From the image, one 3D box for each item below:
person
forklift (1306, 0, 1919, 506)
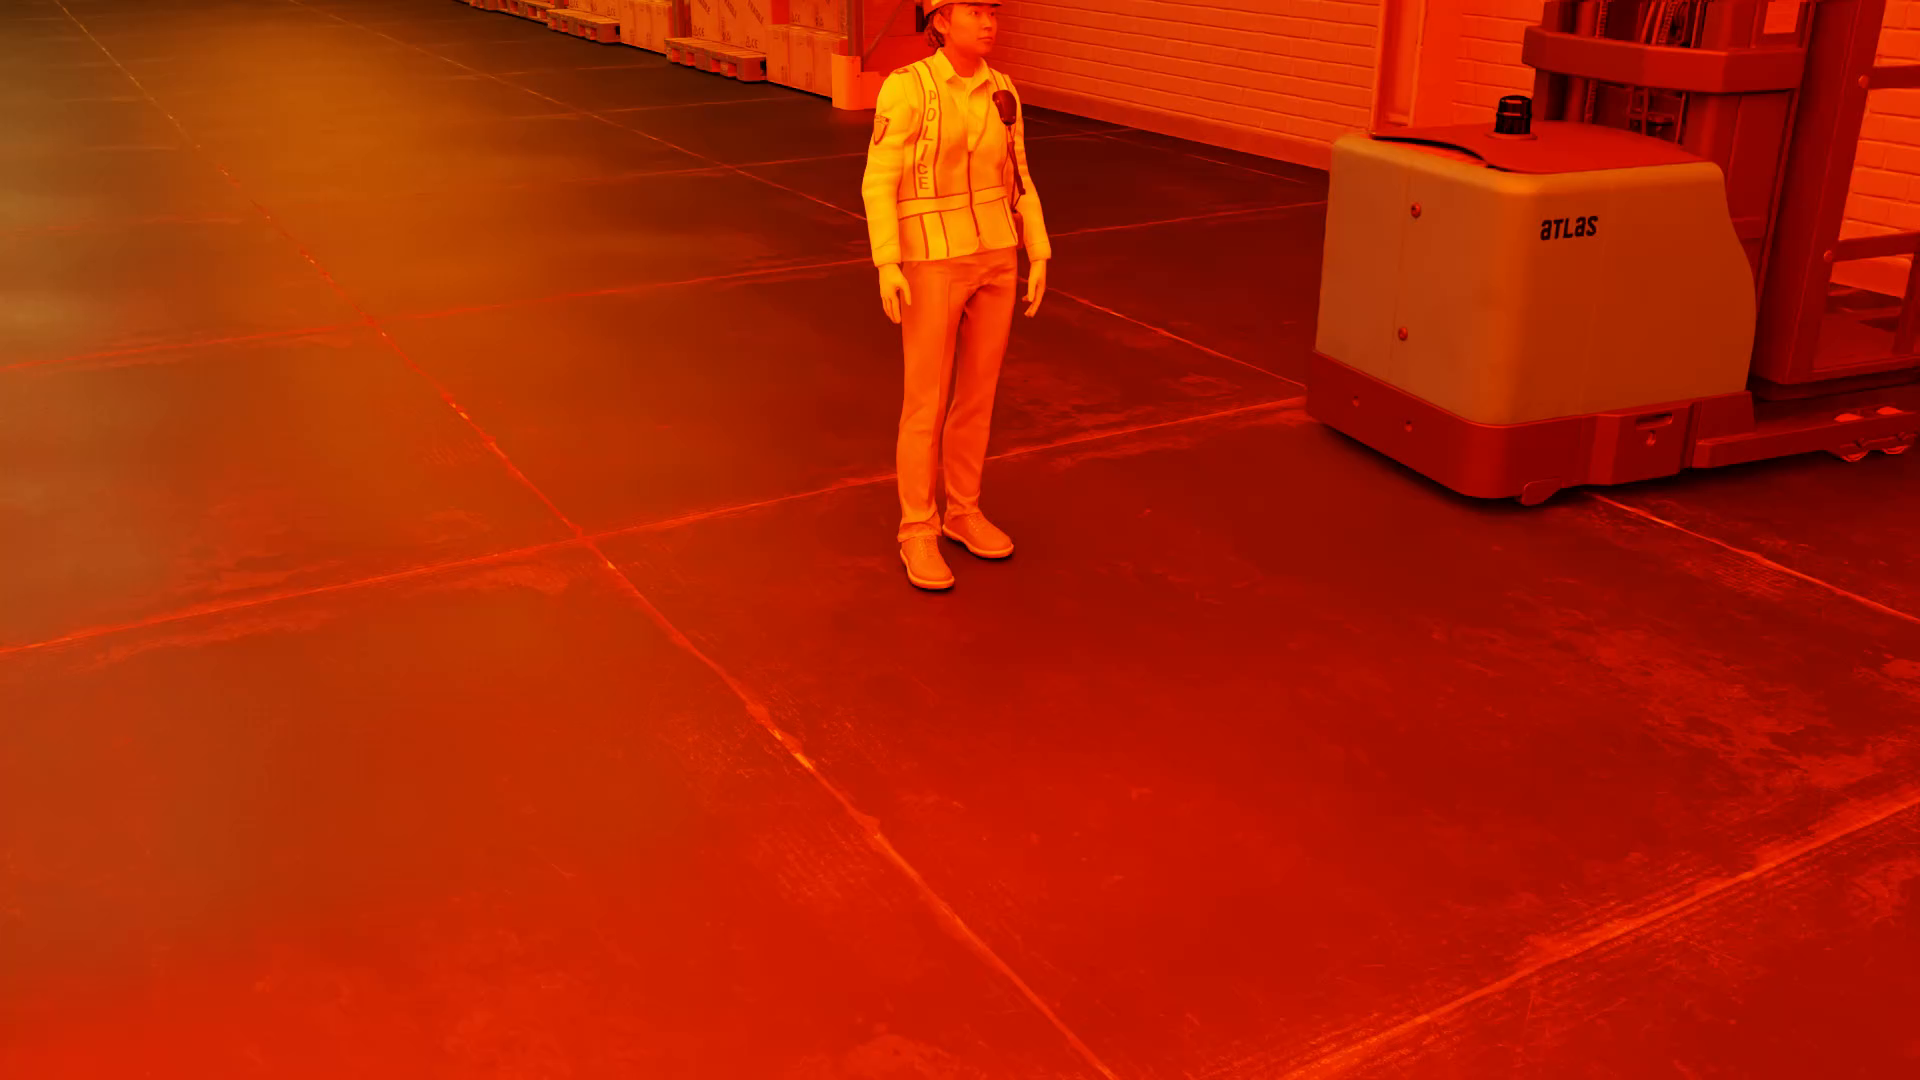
[{"bbox_3d":[0.028,-0.767,4.752,0.586,1.694,0.531,-12,25,-28],"label":"person"},{"bbox_3d":[2.835,-1.806,5.674,3.031,2.935,1.130,-9,24,-20],"label":"forklift"}]
